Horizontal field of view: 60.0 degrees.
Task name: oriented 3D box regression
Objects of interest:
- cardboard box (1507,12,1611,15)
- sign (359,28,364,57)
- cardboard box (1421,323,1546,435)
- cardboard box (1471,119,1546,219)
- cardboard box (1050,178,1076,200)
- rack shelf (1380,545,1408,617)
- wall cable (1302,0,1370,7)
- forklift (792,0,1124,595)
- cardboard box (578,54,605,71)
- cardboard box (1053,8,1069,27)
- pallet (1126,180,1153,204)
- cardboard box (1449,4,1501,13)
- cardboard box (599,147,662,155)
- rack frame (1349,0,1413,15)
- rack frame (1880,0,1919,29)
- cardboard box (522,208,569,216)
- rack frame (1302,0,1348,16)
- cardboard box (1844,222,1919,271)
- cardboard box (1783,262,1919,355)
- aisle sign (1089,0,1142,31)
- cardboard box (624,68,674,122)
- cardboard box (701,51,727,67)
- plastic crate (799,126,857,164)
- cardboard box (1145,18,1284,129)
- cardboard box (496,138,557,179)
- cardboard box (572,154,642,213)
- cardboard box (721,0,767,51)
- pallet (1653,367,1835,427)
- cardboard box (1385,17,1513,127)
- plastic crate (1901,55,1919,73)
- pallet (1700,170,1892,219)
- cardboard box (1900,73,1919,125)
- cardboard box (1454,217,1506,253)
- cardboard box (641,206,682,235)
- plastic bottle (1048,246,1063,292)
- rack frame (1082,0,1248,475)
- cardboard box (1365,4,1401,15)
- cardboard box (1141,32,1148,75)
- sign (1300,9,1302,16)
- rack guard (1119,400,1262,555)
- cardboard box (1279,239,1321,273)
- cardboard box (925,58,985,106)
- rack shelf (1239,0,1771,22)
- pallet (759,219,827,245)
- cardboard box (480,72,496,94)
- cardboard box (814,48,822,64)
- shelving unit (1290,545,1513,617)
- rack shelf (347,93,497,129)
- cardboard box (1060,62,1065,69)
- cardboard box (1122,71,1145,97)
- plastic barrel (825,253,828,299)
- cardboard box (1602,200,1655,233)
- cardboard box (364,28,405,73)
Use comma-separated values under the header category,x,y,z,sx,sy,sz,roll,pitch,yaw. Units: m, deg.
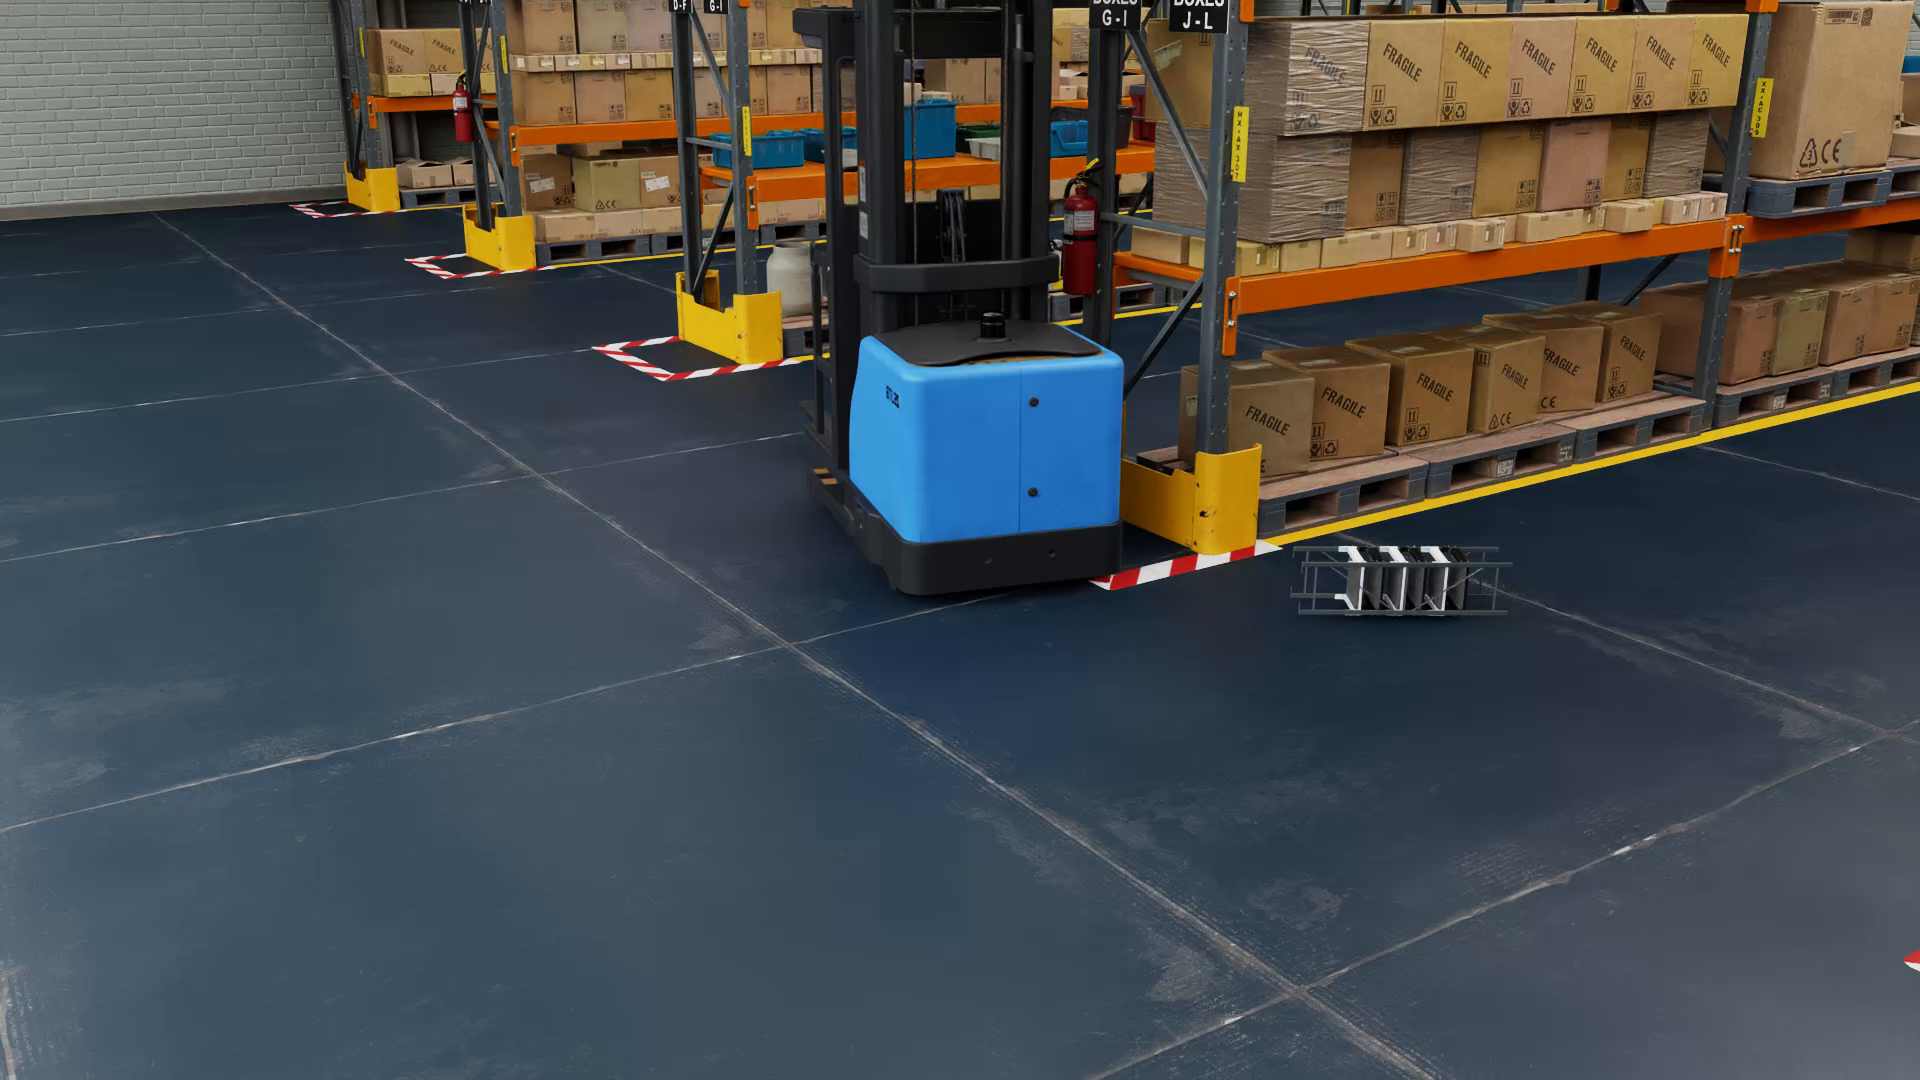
category,x,y,z,sx,sy,sz,roll,pitch,yaw
cardboard box,3.363,-2.779,9.599,0.500,0.500,0.500,-12,22,-31
sign,-6.919,-5.752,19.222,0.005,0.325,0.100,-12,22,-31
cardboard box,2.990,-0.938,9.584,0.500,0.500,0.500,-14,23,-36
cardboard box,2.646,-2.071,9.067,0.500,0.500,0.875,-12,22,-31
cardboard box,1.035,-4.130,19.416,0.500,0.250,0.500,-11,22,-30
rack shelf,1.884,0.178,7.260,0.077,0.258,0.200,0,19,1
wall cable,6.694,-9.265,29.379,1.851,1.984,0.084,-12,22,-31
forklift,-0.188,-1.581,8.343,1.130,2.935,3.031,-6,20,-16
cardboard box,-3.616,-4.619,16.056,0.250,0.149,0.380,-12,22,-31
cardboard box,1.271,-7.735,24.619,0.500,0.250,0.500,-12,22,-33
pallet,2.835,-4.372,20.847,1.213,0.211,1.003,-12,22,-31
cardboard box,6.940,-6.986,22.508,0.500,0.500,0.500,-13,22,-33
cardboard box,-3.379,-3.768,17.173,0.500,0.500,0.500,-12,22,-31
rack frame,5.532,-6.276,22.125,0.127,3.000,1.000,-12,22,-31
rack frame,11.593,-5.655,20.288,0.127,3.000,1.000,-12,22,-31
cardboard box,-4.205,-3.232,16.759,0.500,0.250,0.500,-12,22,-31
rack frame,6.145,-8.305,28.126,0.127,3.000,1.000,-12,22,-31
cardboard box,6.656,-2.078,11.754,0.500,0.250,0.500,-9,21,-25
cardboard box,6.162,-1.619,11.566,0.500,0.500,0.700,-10,21,-27
aisle sign,0.738,-2.813,7.822,0.004,0.787,0.394,-12,22,-31
cardboard box,-3.240,-4.468,16.622,0.500,0.500,0.700,-12,22,-31
cardboard box,-2.541,-4.845,16.725,0.250,0.149,0.380,-11,22,-30
plastic crate,-0.970,-3.047,12.807,0.408,0.251,0.499,-12,22,-31
cardboard box,1.278,-2.337,8.292,0.500,0.500,0.500,-12,22,-31
cardboard box,-5.474,-4.825,21.049,0.500,0.500,0.700,-14,23,-35
cardboard box,-3.504,-3.537,16.491,0.500,0.500,0.500,-12,22,-31
cardboard box,-2.357,-5.272,16.972,0.500,0.500,0.700,-12,22,-31
pallet,4.945,-1.033,10.971,1.213,0.211,1.003,-12,22,-31
cardboard box,2.402,-2.372,8.397,0.500,0.500,0.500,-12,22,-31
plastic crate,11.417,-5.591,19.951,0.499,0.435,0.616,-12,22,-31
pallet,5.014,-2.221,10.431,1.213,0.211,1.003,-12,22,-31
cardboard box,6.796,-2.936,11.435,0.500,0.500,0.700,-8,20,-23
cardboard box,2.630,-1.618,8.738,0.250,0.149,0.380,-12,22,-31
cardboard box,-3.087,-3.271,16.873,0.500,0.250,0.500,-12,22,-31
plastic bottle,0.762,-2.214,13.558,0.185,0.351,0.144,-12,22,-32
rack frame,0.955,-1.512,8.033,0.127,3.000,1.000,-12,22,-31
cardboard box,5.812,-6.955,22.417,0.500,0.500,0.500,-12,22,-31
cardboard box,2.655,-5.959,20.375,0.700,0.500,0.500,14,23,35
sign,5.845,-8.902,28.417,0.005,0.325,0.100,-12,22,-31
rack guard,1.018,-0.341,8.473,0.348,0.500,1.175,-12,22,-31
cardboard box,1.543,-1.418,8.148,0.250,0.149,0.380,-12,22,-31
cardboard box,-0.059,-5.138,18.603,0.500,0.500,0.500,-10,21,-28
rack shelf,2.625,-2.944,8.710,4.000,0.370,1.077,-12,22,-31
pallet,-1.837,-3.417,18.022,1.213,0.211,1.003,-12,22,-31
cardboard box,-5.781,-5.609,20.357,0.500,0.250,0.500,-12,22,-32
cardboard box,-1.467,-5.073,17.399,0.250,0.149,0.380,-12,22,-33
shelving unit,1.918,0.178,7.259,0.900,0.258,0.210,0,19,1
rack shelf,-5.548,-5.498,20.948,4.000,0.370,1.077,-12,22,-31
cardboard box,1.364,-7.100,24.923,0.250,0.149,0.380,-11,22,-30
cardboard box,1.863,-5.477,19.900,0.500,0.311,0.500,-10,21,-28
plastic barrel,-0.843,-2.082,12.948,0.421,0.512,0.421,0,19,0
cardboard box,3.674,-1.838,9.389,0.250,0.149,0.380,-12,22,-31
cardboard box,-6.941,-5.920,20.105,0.500,0.500,0.500,-12,22,-32
